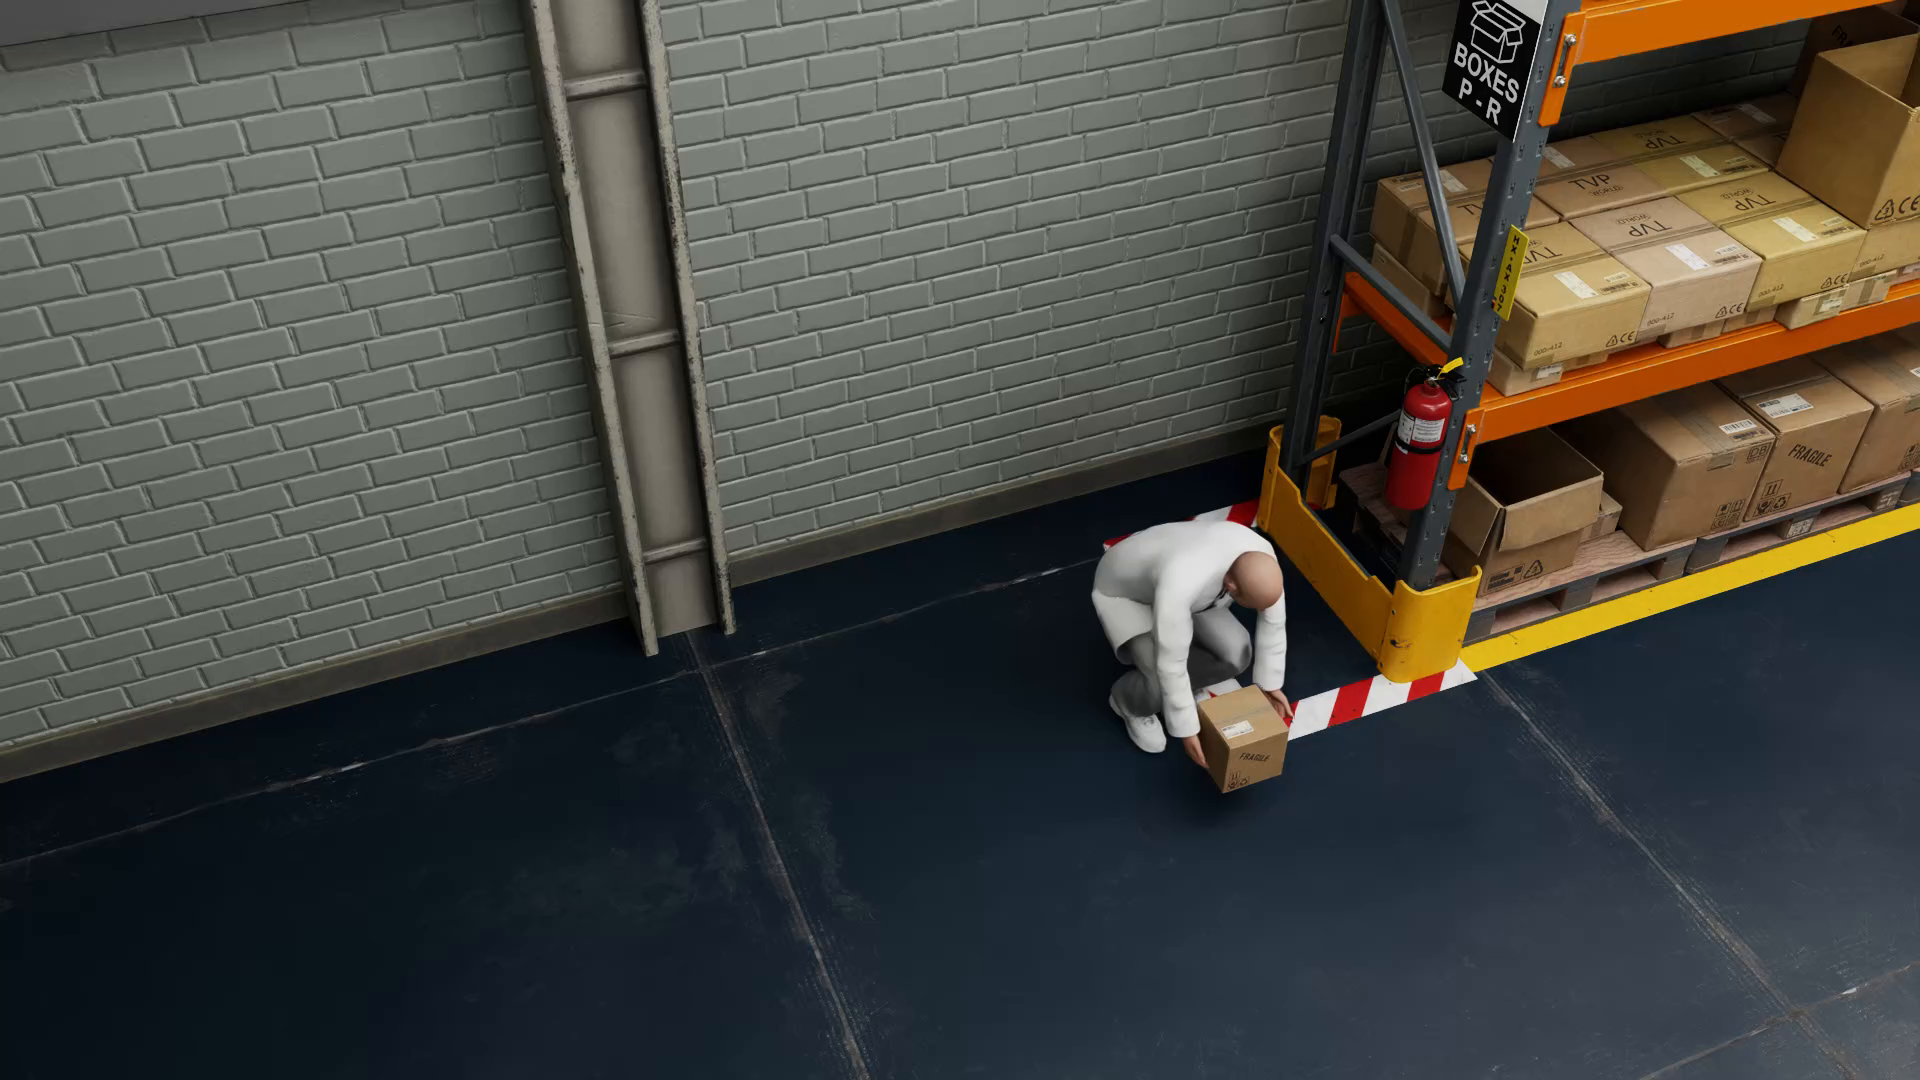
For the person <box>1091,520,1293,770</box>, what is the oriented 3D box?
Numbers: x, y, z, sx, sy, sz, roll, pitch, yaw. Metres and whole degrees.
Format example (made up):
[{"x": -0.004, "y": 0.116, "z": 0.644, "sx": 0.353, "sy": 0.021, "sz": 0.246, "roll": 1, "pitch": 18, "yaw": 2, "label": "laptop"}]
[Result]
[{"x": 0.871, "y": 0.318, "z": 6.322, "sx": 0.611, "sy": 1.101, "sz": 0.871, "roll": -20, "pitch": 45, "yaw": -21, "label": "person"}]
